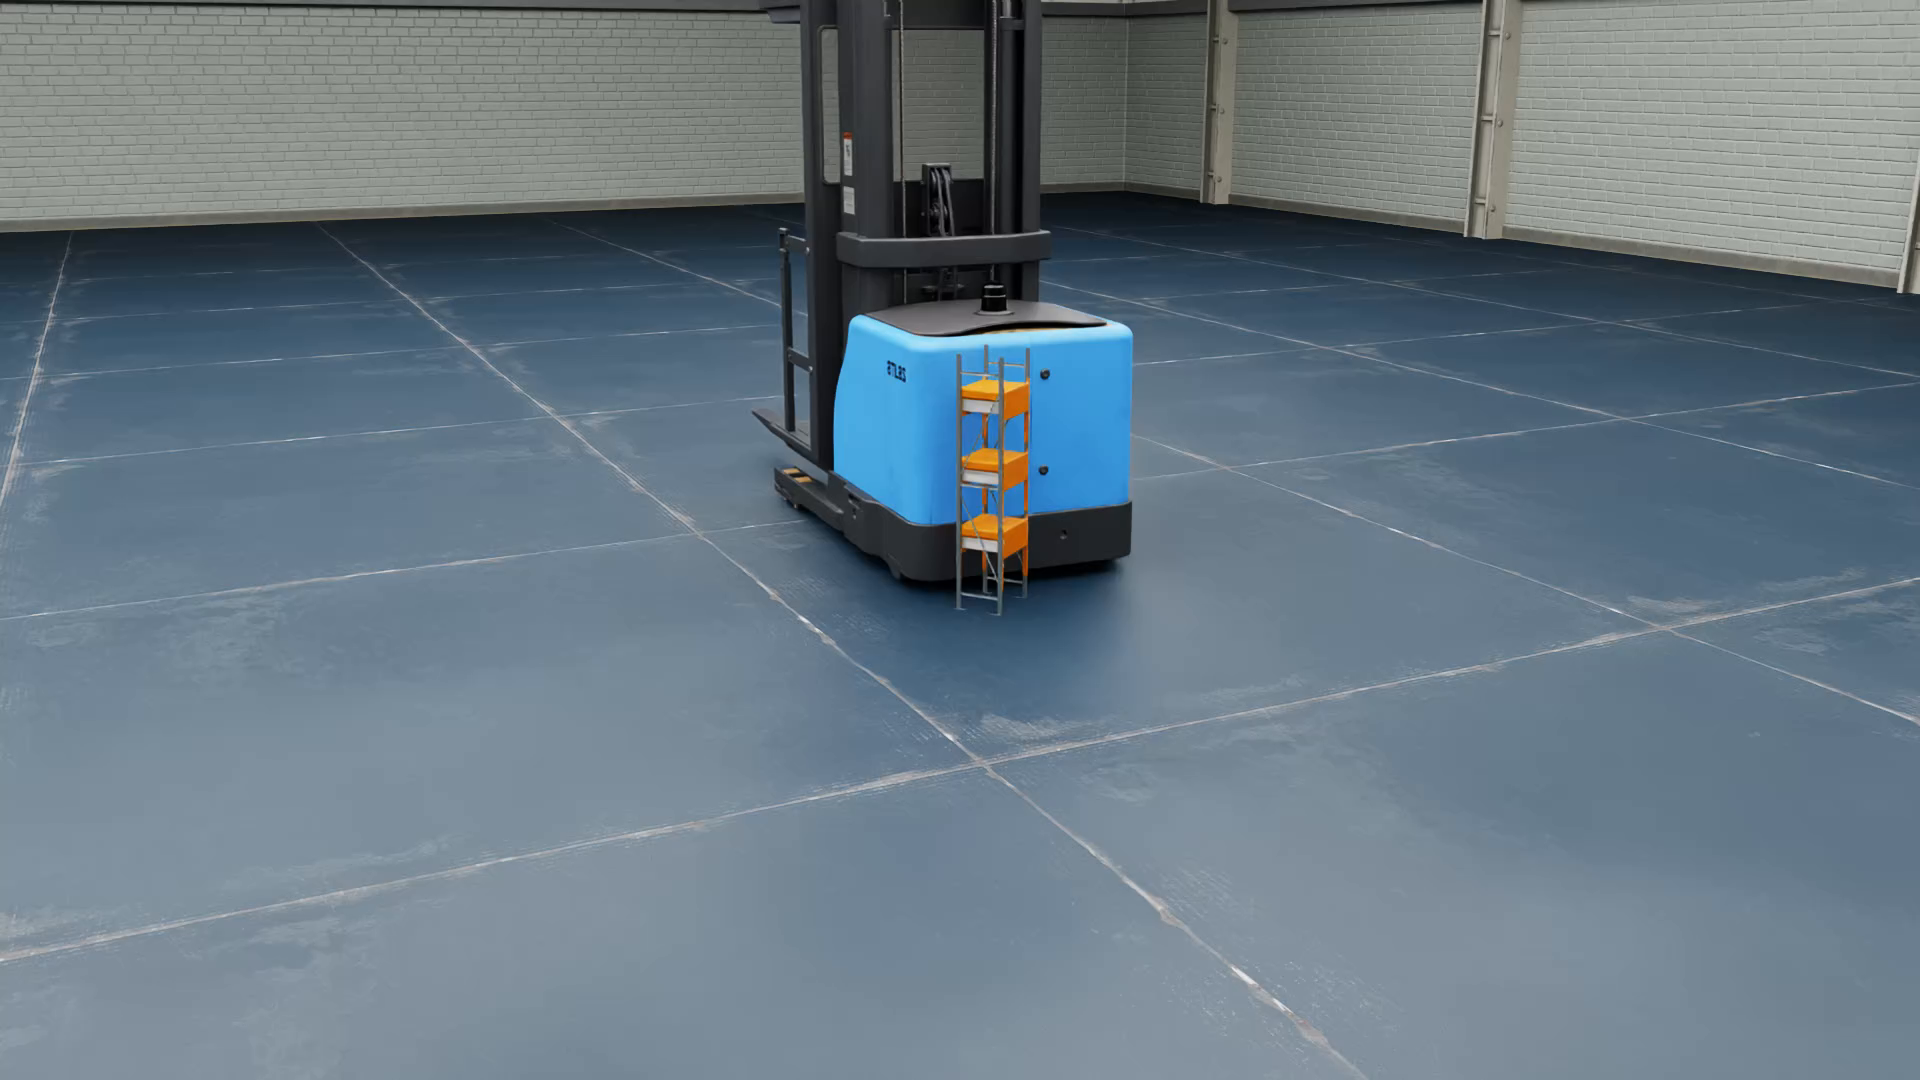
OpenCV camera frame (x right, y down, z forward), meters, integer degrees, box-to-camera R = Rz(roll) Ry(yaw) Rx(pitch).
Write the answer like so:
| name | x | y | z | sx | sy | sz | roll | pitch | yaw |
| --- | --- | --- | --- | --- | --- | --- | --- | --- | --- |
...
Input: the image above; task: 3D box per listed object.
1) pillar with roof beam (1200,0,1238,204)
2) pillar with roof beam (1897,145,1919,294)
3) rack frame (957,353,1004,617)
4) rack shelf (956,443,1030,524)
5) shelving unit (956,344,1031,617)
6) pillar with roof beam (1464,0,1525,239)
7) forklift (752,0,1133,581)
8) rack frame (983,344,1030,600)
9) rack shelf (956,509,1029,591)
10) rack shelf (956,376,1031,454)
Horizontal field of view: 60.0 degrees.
| name | x | y | z | sx | sy | sz | roll | pitch | yaw |
| --- | --- | --- | --- | --- | --- | --- | --- | --- | --- |
| pillar with roof beam | 0.171 | -9.150 | 23.321 | 9.100 | 9.000 | 0.400 | -8 | 18 | -25 |
| pillar with roof beam | 5.428 | -6.174 | 12.952 | 9.100 | 9.000 | 0.400 | -8 | 18 | -25 |
| rack frame | 0.078 | -0.209 | 6.574 | 0.200 | 1.050 | 0.008 | 8 | 18 | 25 |
| rack shelf | 0.132 | -0.229 | 6.682 | 0.215 | 0.259 | 0.240 | 8 | 18 | 25 |
| shelving unit | 0.133 | -0.239 | 6.679 | 0.215 | 1.050 | 0.252 | 8 | 18 | 25 |
| pillar with roof beam | 2.800 | -7.662 | 18.137 | 9.100 | 9.000 | 0.400 | -8 | 18 | -25 |
| forklift | -0.294 | -1.599 | 8.010 | 1.130 | 2.935 | 3.031 | -7 | 17 | -22 |
| rack frame | 0.187 | -0.269 | 6.784 | 0.200 | 1.050 | 0.008 | 8 | 18 | 25 |
| rack shelf | 0.132 | 0.039 | 6.759 | 0.215 | 0.259 | 0.240 | 8 | 18 | 25 |
| rack shelf | 0.133 | -0.501 | 6.604 | 0.215 | 0.259 | 0.240 | 8 | 18 | 25 |
